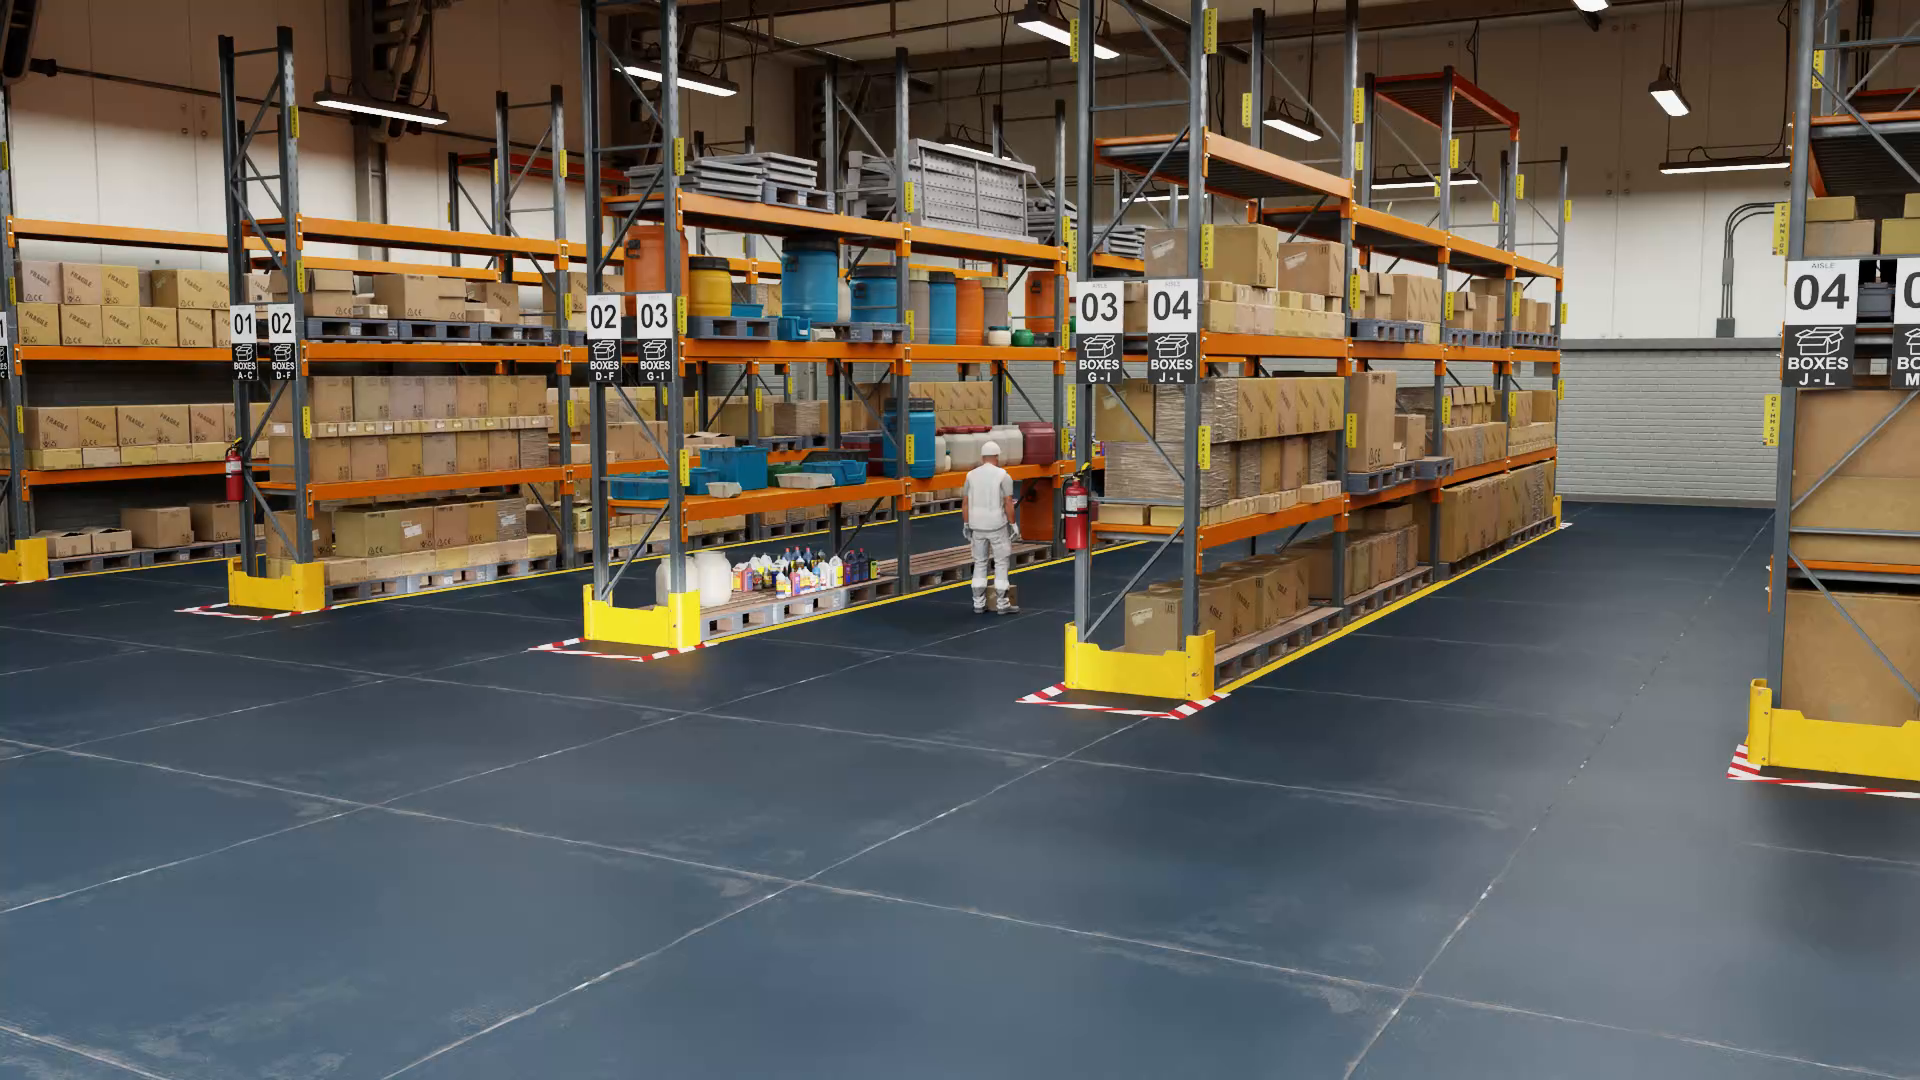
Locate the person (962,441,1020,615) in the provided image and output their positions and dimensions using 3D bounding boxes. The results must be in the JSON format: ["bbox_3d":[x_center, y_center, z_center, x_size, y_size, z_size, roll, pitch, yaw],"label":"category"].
[{"bbox_3d":[0.312,-0.130,17.264,0.622,1.781,0.445,3,7,26],"label":"person"}]
